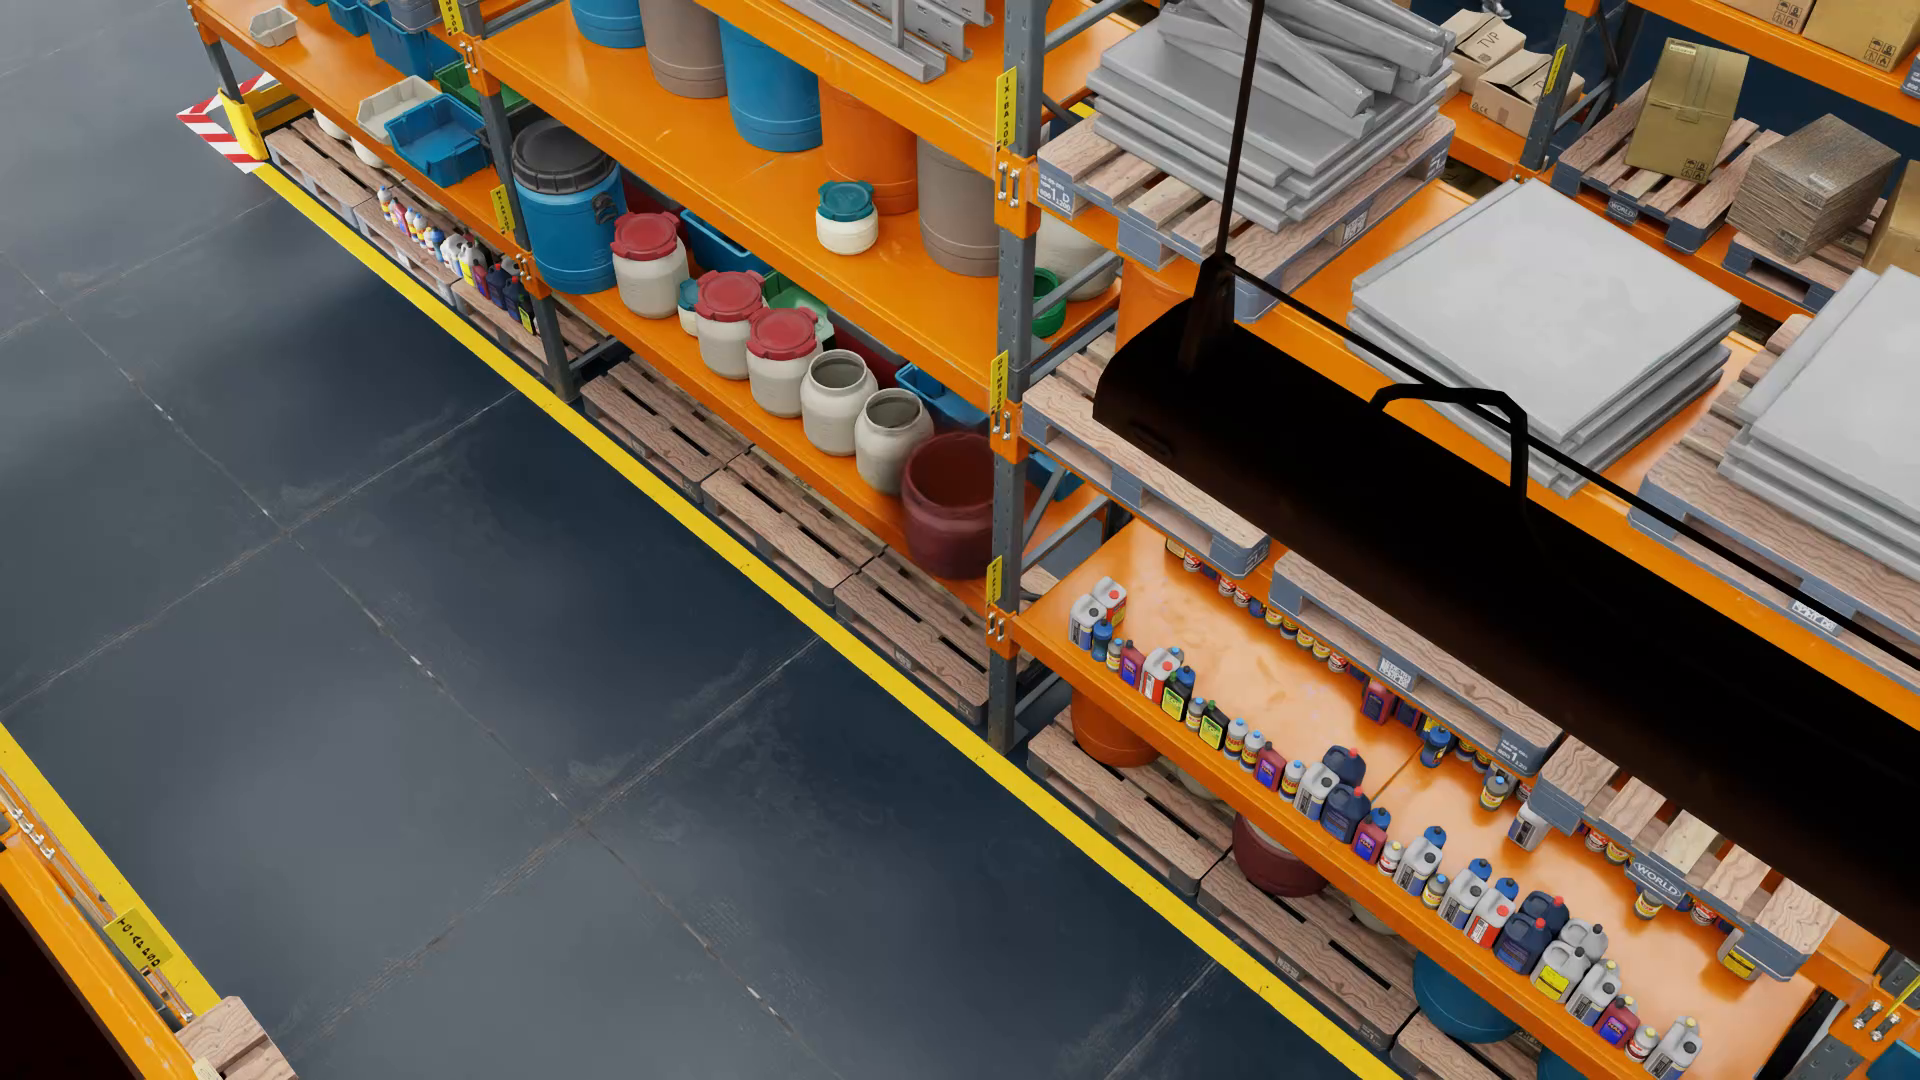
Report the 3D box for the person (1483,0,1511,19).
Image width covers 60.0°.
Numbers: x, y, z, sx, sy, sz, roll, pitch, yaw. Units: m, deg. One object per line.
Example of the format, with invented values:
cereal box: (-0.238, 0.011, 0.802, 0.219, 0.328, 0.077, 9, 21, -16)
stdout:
person: (4.479, -5.046, 13.598, 0.600, 1.576, 0.479, 37, 59, 27)
